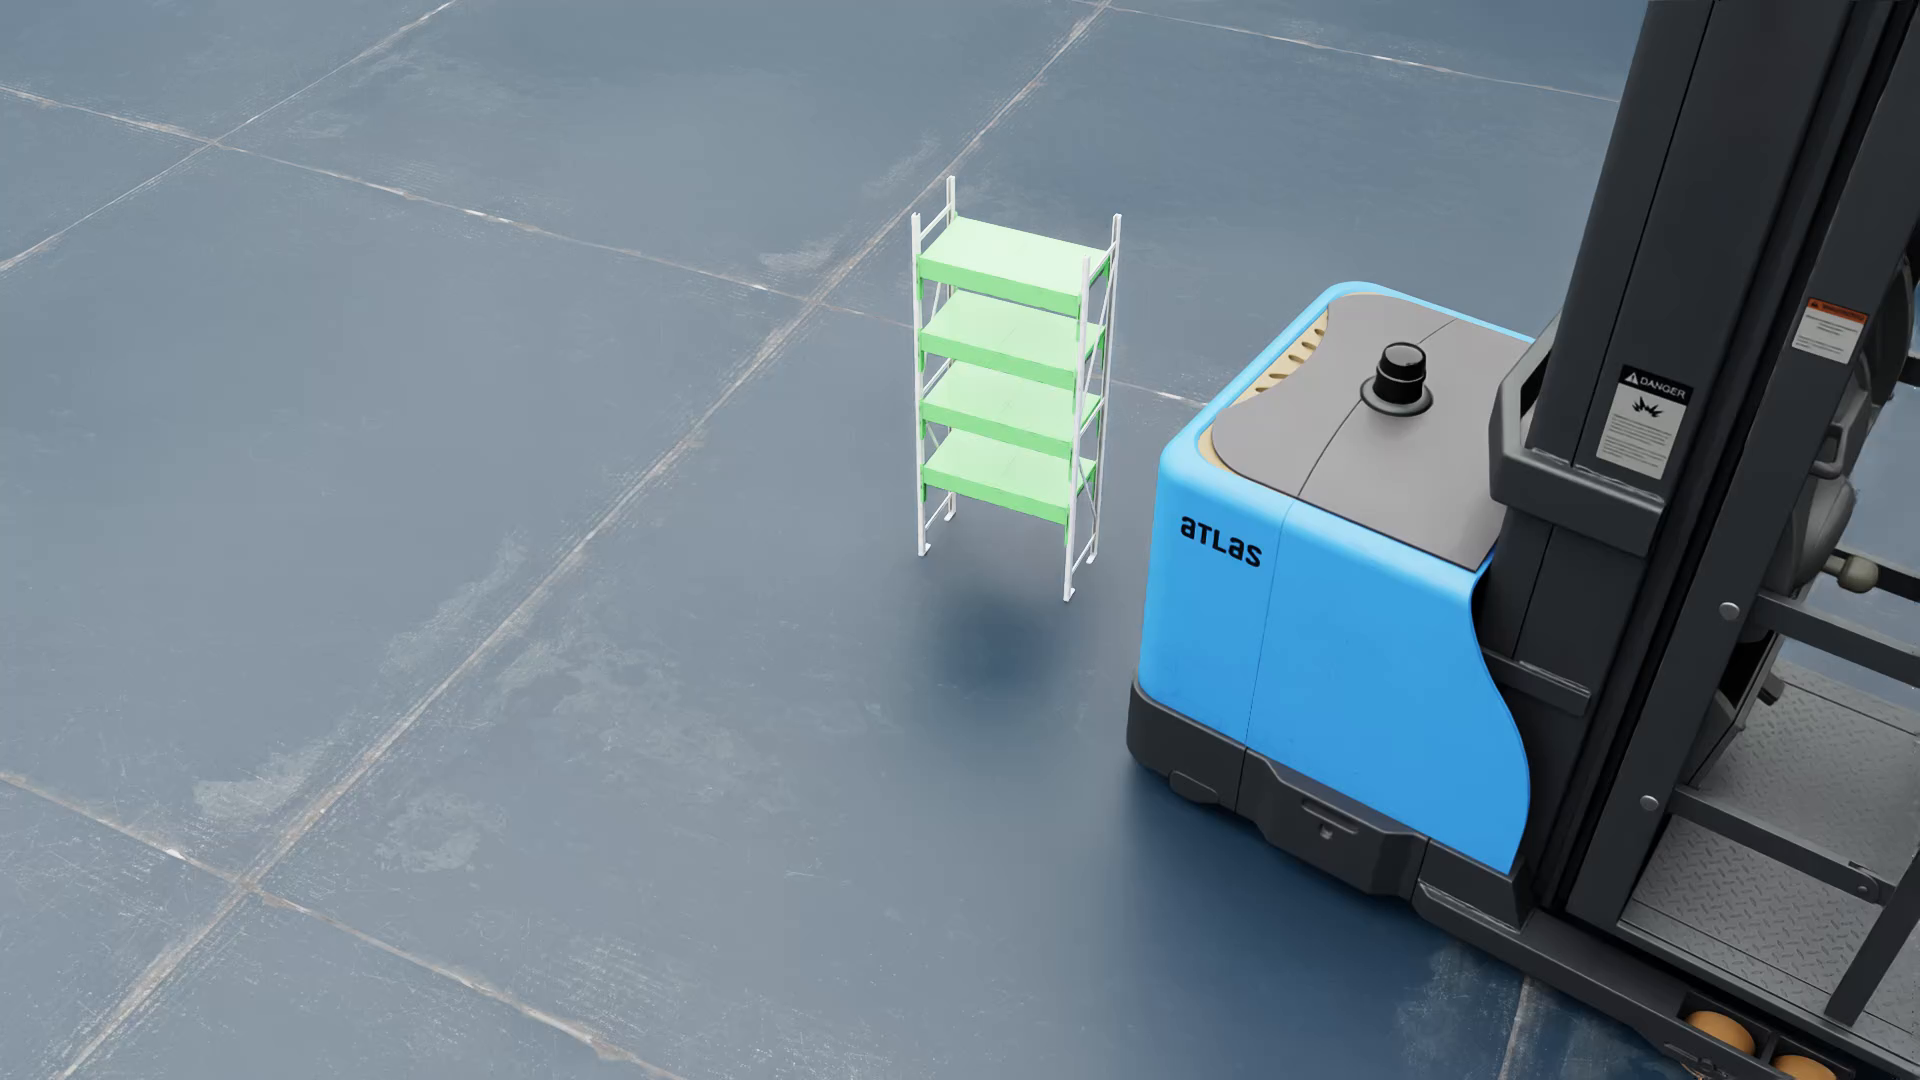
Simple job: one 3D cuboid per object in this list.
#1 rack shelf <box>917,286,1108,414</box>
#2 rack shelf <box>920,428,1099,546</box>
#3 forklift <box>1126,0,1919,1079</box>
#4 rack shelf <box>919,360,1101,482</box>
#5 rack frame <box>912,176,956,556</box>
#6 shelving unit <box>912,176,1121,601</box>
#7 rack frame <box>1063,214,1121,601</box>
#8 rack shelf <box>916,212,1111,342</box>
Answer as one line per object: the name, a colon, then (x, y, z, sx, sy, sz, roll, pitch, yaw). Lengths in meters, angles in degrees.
rack shelf: (0.150, -0.541, 4.689, 0.480, 0.148, 0.258, 17, 44, 19)
rack shelf: (0.150, -0.178, 5.003, 0.480, 0.148, 0.258, 17, 44, 19)
forklift: (1.943, -0.188, 3.229, 3.031, 2.935, 1.130, 25, 47, 26)
rack shelf: (0.150, -0.359, 4.846, 0.480, 0.148, 0.258, 17, 44, 19)
rack frame: (-0.071, -0.475, 4.882, 0.015, 1.200, 0.240, 17, 44, 19)
shelving unit: (0.150, -0.408, 4.804, 0.503, 1.200, 0.258, 17, 44, 19)
rack frame: (0.371, -0.340, 4.726, 0.015, 1.200, 0.240, 17, 44, 19)
rack shelf: (0.150, -0.722, 4.532, 0.480, 0.148, 0.258, 17, 44, 19)
